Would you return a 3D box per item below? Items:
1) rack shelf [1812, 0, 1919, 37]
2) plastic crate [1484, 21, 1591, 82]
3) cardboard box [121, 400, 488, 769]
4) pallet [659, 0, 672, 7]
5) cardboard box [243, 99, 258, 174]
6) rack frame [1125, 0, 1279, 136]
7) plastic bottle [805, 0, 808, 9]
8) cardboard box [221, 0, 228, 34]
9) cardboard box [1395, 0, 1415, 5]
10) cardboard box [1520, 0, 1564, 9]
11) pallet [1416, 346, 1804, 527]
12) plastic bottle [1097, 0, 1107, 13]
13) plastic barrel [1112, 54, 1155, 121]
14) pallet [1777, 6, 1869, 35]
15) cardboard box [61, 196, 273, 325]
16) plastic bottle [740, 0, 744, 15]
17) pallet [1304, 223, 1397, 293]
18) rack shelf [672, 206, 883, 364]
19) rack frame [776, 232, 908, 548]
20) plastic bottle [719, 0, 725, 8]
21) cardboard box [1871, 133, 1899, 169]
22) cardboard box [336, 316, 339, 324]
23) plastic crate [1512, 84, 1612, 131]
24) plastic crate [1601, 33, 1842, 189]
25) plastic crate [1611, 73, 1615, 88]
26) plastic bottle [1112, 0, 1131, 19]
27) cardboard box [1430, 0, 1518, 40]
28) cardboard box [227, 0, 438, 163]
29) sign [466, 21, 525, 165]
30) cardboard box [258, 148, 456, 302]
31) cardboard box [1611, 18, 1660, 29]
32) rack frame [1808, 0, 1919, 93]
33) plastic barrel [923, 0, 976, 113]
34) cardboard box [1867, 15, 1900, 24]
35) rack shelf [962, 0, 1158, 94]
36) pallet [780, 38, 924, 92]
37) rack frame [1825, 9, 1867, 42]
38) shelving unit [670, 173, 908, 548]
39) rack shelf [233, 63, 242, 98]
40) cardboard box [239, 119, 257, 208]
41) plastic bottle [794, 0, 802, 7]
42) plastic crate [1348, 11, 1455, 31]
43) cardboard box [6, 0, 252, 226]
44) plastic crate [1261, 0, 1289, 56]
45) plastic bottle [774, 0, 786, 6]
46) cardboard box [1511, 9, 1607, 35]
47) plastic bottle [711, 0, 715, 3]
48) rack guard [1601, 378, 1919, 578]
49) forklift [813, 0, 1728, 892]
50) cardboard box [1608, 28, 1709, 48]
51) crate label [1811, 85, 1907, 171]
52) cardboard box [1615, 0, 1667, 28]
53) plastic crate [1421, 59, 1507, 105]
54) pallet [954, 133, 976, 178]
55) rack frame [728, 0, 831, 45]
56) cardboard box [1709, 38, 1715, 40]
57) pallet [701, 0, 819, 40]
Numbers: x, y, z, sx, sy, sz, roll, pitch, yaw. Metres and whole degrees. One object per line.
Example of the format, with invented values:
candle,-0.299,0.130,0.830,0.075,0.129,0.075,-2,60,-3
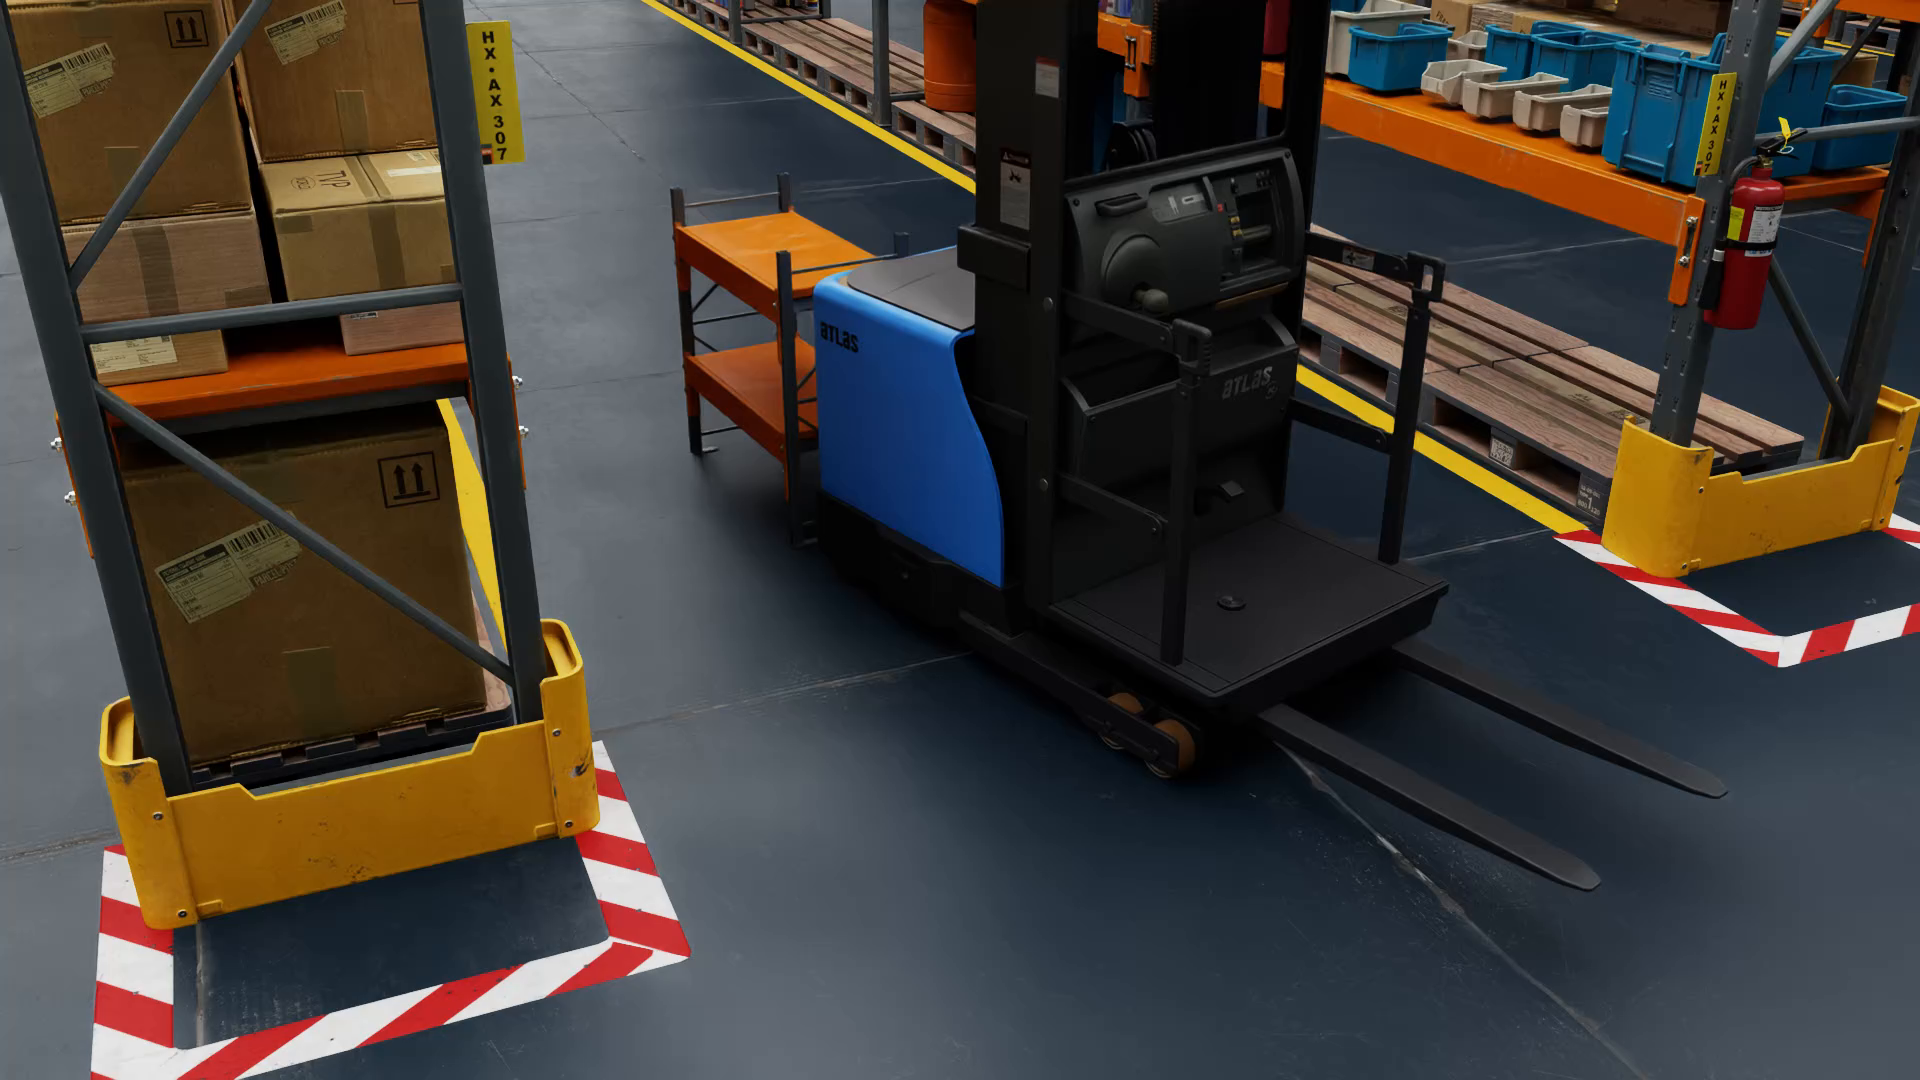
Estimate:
rack shelf,6.733,-2.712,9.206,1.077,0.370,4.000,-11,28,-21
plastic crate,2.530,-2.139,7.334,0.416,0.233,0.300,-11,28,-21
cardboard box,-1.924,-0.006,4.786,0.875,0.875,0.875,-11,28,-21
pallet,-2.922,-6.233,18.775,1.003,0.211,1.213,-11,28,-21
cardboard box,-1.943,-1.246,5.215,0.500,0.250,0.500,-12,28,-22
rack frame,1.391,-2.993,8.961,1.000,3.000,0.127,-11,28,-21
plastic bottle,-1.503,-5.408,16.595,0.097,0.201,0.097,0,26,0
cardboard box,-3.510,-2.821,8.494,0.500,0.500,0.500,-11,28,-22
cardboard box,3.952,-4.832,14.743,0.500,0.311,0.500,-10,28,-19
cardboard box,4.966,-4.195,13.770,0.500,0.500,0.500,-9,28,-19
pallet,2.670,-0.465,6.961,1.003,0.211,1.213,-11,28,-21
plastic bottle,0.806,-3.130,9.374,0.061,0.283,0.133,-11,28,-21
plastic barrel,1.193,-2.461,9.785,0.600,0.901,0.708,-11,28,-21
pallet,8.635,-5.373,17.014,1.003,0.211,1.213,-11,28,-21
cardboard box,-2.034,-0.744,4.186,0.500,0.250,0.500,-11,28,-21
plastic bottle,-2.171,-5.256,16.284,0.097,0.201,0.097,0,26,0
pallet,1.715,-1.450,8.979,1.003,0.211,1.213,-11,28,-21
rack shelf,-0.660,-0.992,6.334,0.538,0.278,1.000,-14,29,-26
rack frame,-0.409,-0.535,6.065,0.500,1.125,0.032,-14,29,-26
plastic bottle,-2.335,-5.518,16.650,0.144,0.351,0.185,-12,29,-23
cardboard box,5.915,-2.625,10.772,0.500,0.311,0.500,-11,28,-21
cardboard box,-1.537,-0.718,4.587,0.380,0.149,0.250,-11,28,-21
plastic crate,2.371,-1.704,6.554,0.396,0.136,0.243,-11,28,-21
plastic crate,2.654,-1.524,5.844,0.616,0.435,0.499,-11,28,-21
plastic crate,2.848,-1.861,6.874,0.250,0.136,0.298,-11,28,-21
plastic bottle,0.939,-3.041,9.201,0.152,0.276,0.135,-11,28,-21
cardboard box,4.299,-4.299,13.984,0.500,0.500,0.500,-9,28,-18
cardboard box,-1.735,-1.373,4.619,0.500,0.500,0.500,-11,28,-22
sign,-1.087,-1.045,3.894,0.100,0.325,0.005,-11,28,-21
cardboard box,-1.540,-0.834,4.371,0.500,0.250,0.500,-11,28,-22
cardboard box,5.379,-3.775,12.910,0.500,0.500,0.500,-12,28,-23
rack frame,5.950,-3.843,10.701,1.000,3.000,0.127,-11,28,-21
plastic barrel,0.032,-3.627,12.254,0.600,0.830,0.708,-11,28,-21
cardboard box,9.107,-5.213,15.480,0.750,0.750,0.750,-11,28,-21
rack shelf,0.608,-3.477,10.773,1.077,0.370,4.000,-11,28,-21
pallet,-0.917,-4.166,14.542,1.003,0.211,1.213,-11,28,-21
rack frame,8.940,-6.310,15.755,1.000,3.000,0.127,-11,28,-21
shelving unit,-0.660,-0.729,6.462,0.538,1.125,1.048,-14,29,-26
rack shelf,-3.950,-2.626,9.030,1.077,0.370,4.000,-11,28,-21
cardboard box,-2.432,-1.154,5.026,0.500,0.250,0.500,-12,28,-22
plastic bottle,-1.615,-5.526,16.753,0.152,0.276,0.135,-10,28,-19
plastic crate,2.076,-2.491,8.178,0.437,0.125,0.590,-11,28,-21
cardboard box,-2.033,-1.082,4.024,0.500,0.500,0.500,-10,28,-20
plastic crate,1.510,-2.645,8.108,0.402,0.464,0.583,-11,28,-21
plastic bottle,-1.809,-5.602,16.823,0.144,0.351,0.185,-11,28,-21
cardboard box,4.701,-3.885,13.136,0.500,0.500,0.500,-11,28,-21
plastic bottle,-2.461,-5.648,16.918,0.144,0.351,0.185,-11,28,-21
rack guard,2.979,-0.248,6.187,1.175,0.500,0.348,-11,28,-21
forklift,0.810,-0.876,4.703,1.130,2.935,3.031,-20,32,-35
cardboard box,5.111,-3.471,12.287,0.500,0.500,0.500,-10,28,-20
crate label,3.164,-1.486,5.998,0.416,0.233,0.303,-11,28,-21
cardboard box,5.396,-4.097,12.716,0.500,0.250,0.500,-11,28,-22
plastic crate,2.107,-1.929,7.014,0.298,0.136,0.250,-11,28,-21
pallet,0.645,-2.552,11.236,1.003,0.211,1.213,-11,28,-21
rack frame,-1.742,-6.223,15.576,1.000,3.000,0.127,-11,28,-21
cardboard box,5.766,-3.368,12.076,0.500,0.500,0.500,-10,28,-20
pallet,-1.967,-5.248,16.758,1.003,0.211,1.213,-11,28,-21
